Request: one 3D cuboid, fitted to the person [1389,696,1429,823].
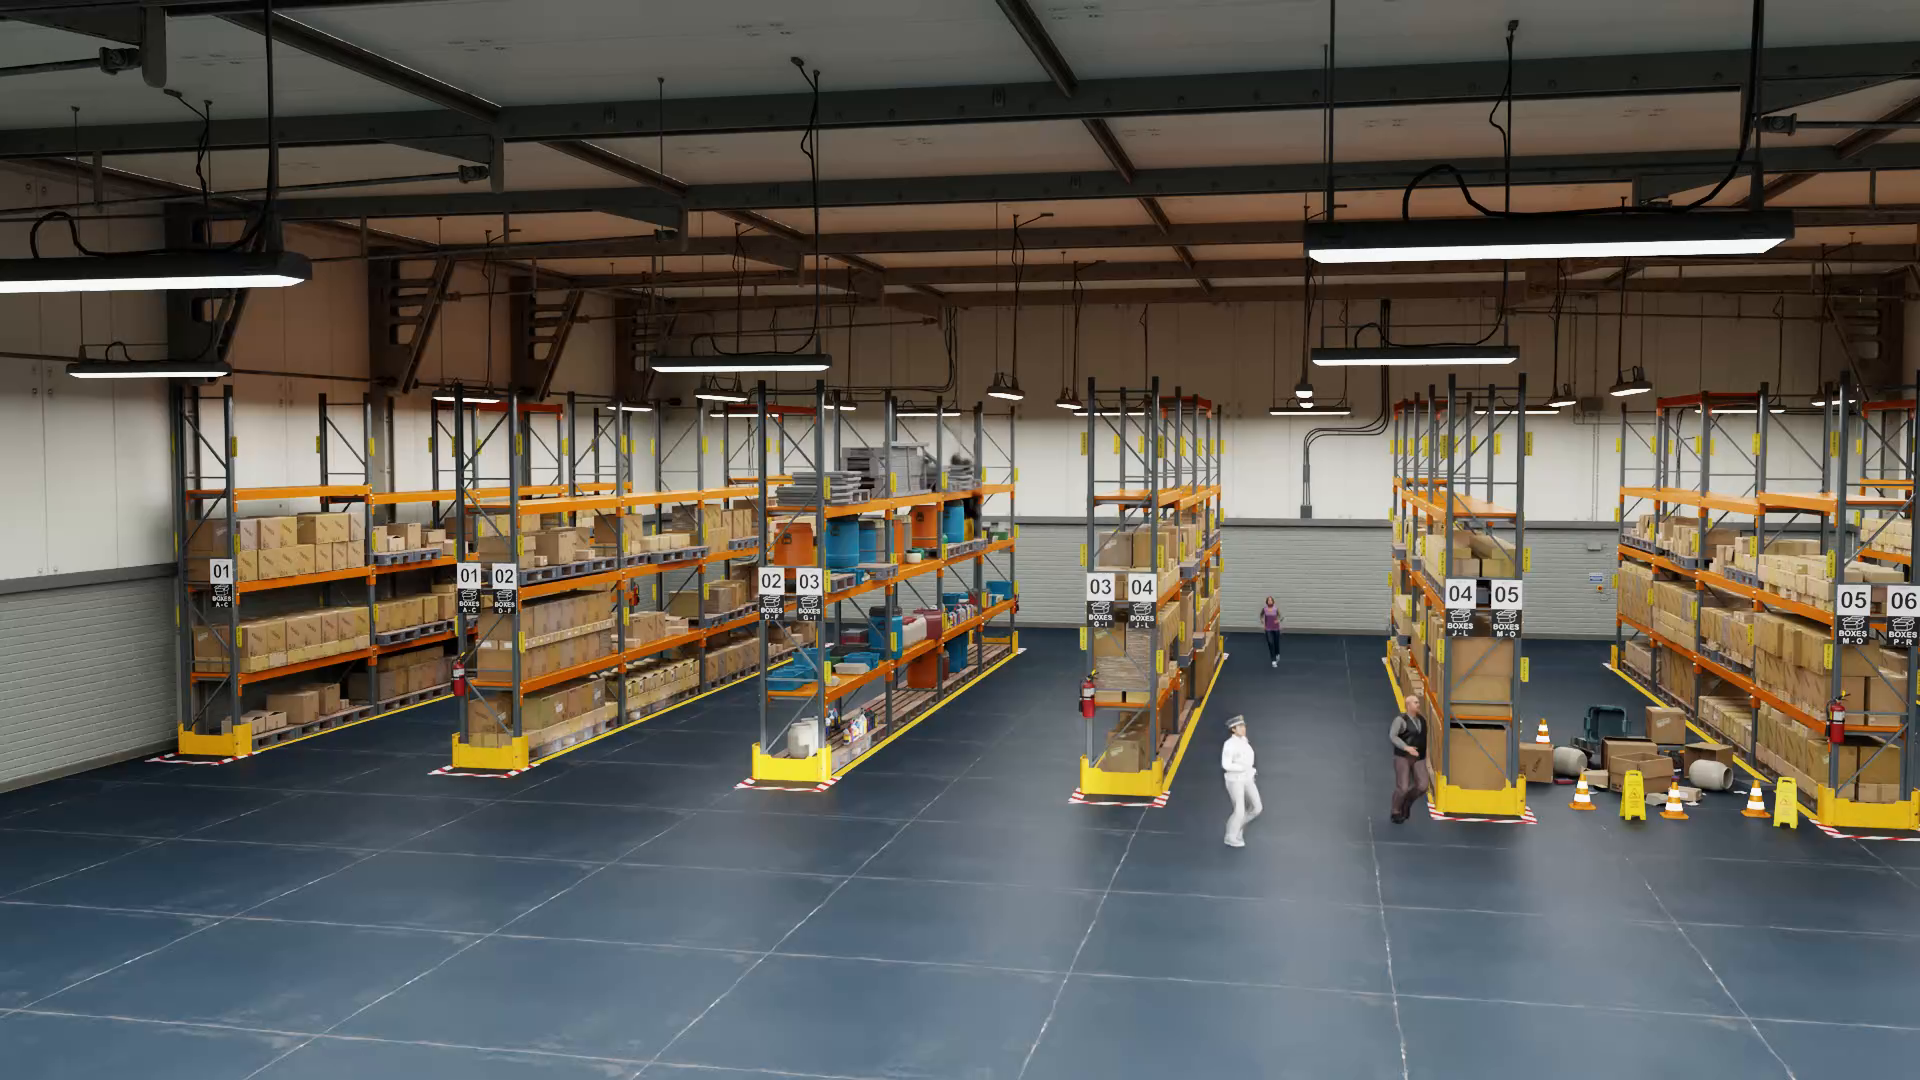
[{"bbox_3d":[6.039,2.923,22.138,0.695,1.693,0.582,-1,3,-18],"label":"person"}]

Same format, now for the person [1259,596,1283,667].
[{"bbox_3d":[7.134,2.080,38.133,0.547,1.598,0.793,1,3,9],"label":"person"}]

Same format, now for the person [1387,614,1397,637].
[{"bbox_3d":[10.488,1.916,39.884,0.556,1.697,0.763,2,4,37],"label":"person"}]

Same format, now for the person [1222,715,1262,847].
[{"bbox_3d":[3.537,3.002,20.713,0.602,1.655,0.554,-3,4,-43],"label":"person"}]
